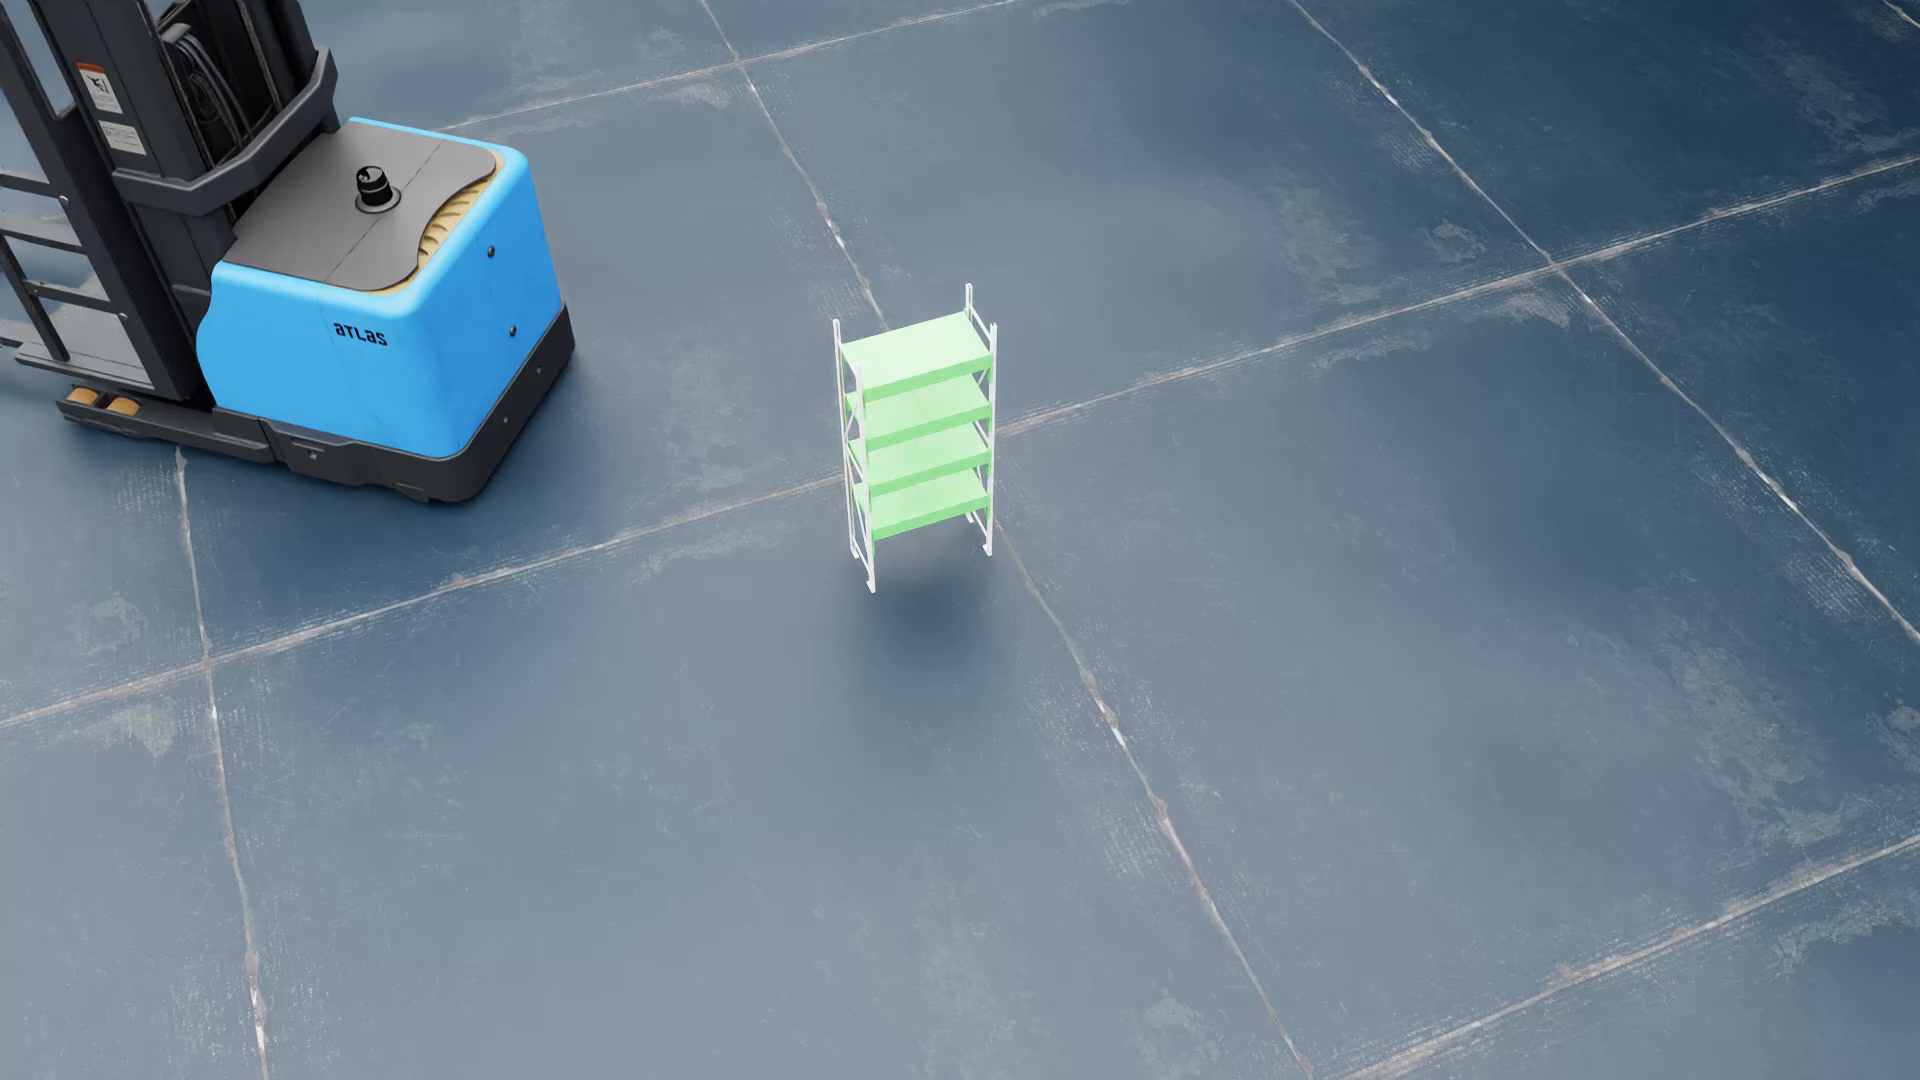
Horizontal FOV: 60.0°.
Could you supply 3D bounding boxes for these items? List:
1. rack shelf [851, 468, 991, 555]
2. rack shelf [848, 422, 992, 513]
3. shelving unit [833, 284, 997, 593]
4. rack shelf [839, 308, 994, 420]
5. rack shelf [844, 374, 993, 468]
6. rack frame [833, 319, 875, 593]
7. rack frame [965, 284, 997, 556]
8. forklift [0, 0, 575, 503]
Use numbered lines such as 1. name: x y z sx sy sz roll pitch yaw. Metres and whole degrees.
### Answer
1. rack shelf: -0.153 -0.145 6.325 0.480 0.148 0.258 -17 52 -14
2. rack shelf: -0.153 -0.302 6.143 0.480 0.148 0.258 -17 52 -14
3. shelving unit: -0.153 -0.343 6.095 0.503 1.200 0.258 -17 52 -14
4. rack shelf: -0.153 -0.615 5.779 0.480 0.148 0.258 -17 52 -14
5. rack shelf: -0.153 -0.458 5.961 0.480 0.148 0.258 -17 52 -14
6. rack frame: -0.379 -0.273 6.035 0.015 1.200 0.240 -17 52 -14
7. rack frame: 0.073 -0.413 6.155 0.015 1.200 0.240 -17 52 -14
8. forklift: -3.246 -1.757 6.168 3.031 2.935 1.130 13 51 11
